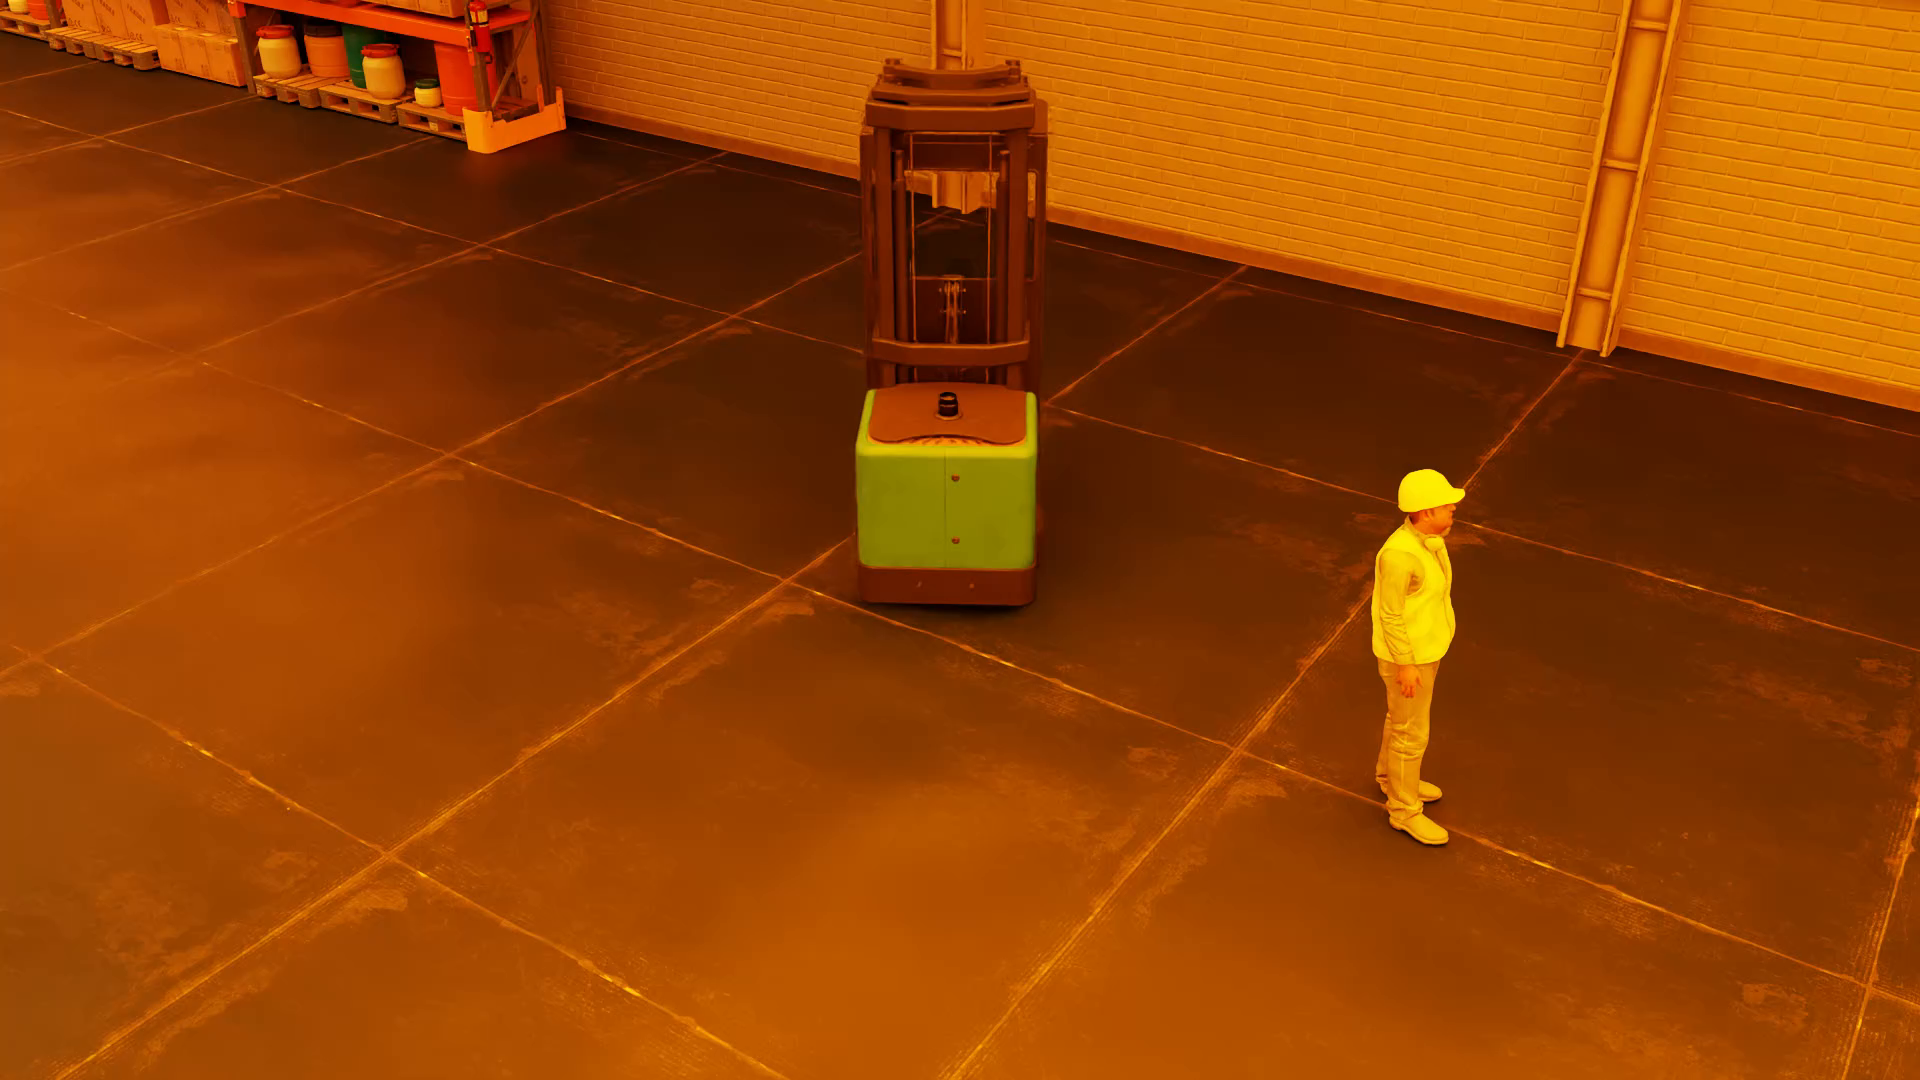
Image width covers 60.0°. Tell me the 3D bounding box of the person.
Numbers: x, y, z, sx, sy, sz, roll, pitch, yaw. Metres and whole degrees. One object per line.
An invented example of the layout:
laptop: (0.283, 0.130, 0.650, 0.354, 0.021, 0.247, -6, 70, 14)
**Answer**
person: (2.206, 0.510, 7.839, 0.568, 1.774, 0.633, 15, 33, 24)

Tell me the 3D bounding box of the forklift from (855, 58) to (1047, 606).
forklift: (-0.029, -1.589, 10.318, 1.130, 2.935, 3.031, 1, 30, 2)
